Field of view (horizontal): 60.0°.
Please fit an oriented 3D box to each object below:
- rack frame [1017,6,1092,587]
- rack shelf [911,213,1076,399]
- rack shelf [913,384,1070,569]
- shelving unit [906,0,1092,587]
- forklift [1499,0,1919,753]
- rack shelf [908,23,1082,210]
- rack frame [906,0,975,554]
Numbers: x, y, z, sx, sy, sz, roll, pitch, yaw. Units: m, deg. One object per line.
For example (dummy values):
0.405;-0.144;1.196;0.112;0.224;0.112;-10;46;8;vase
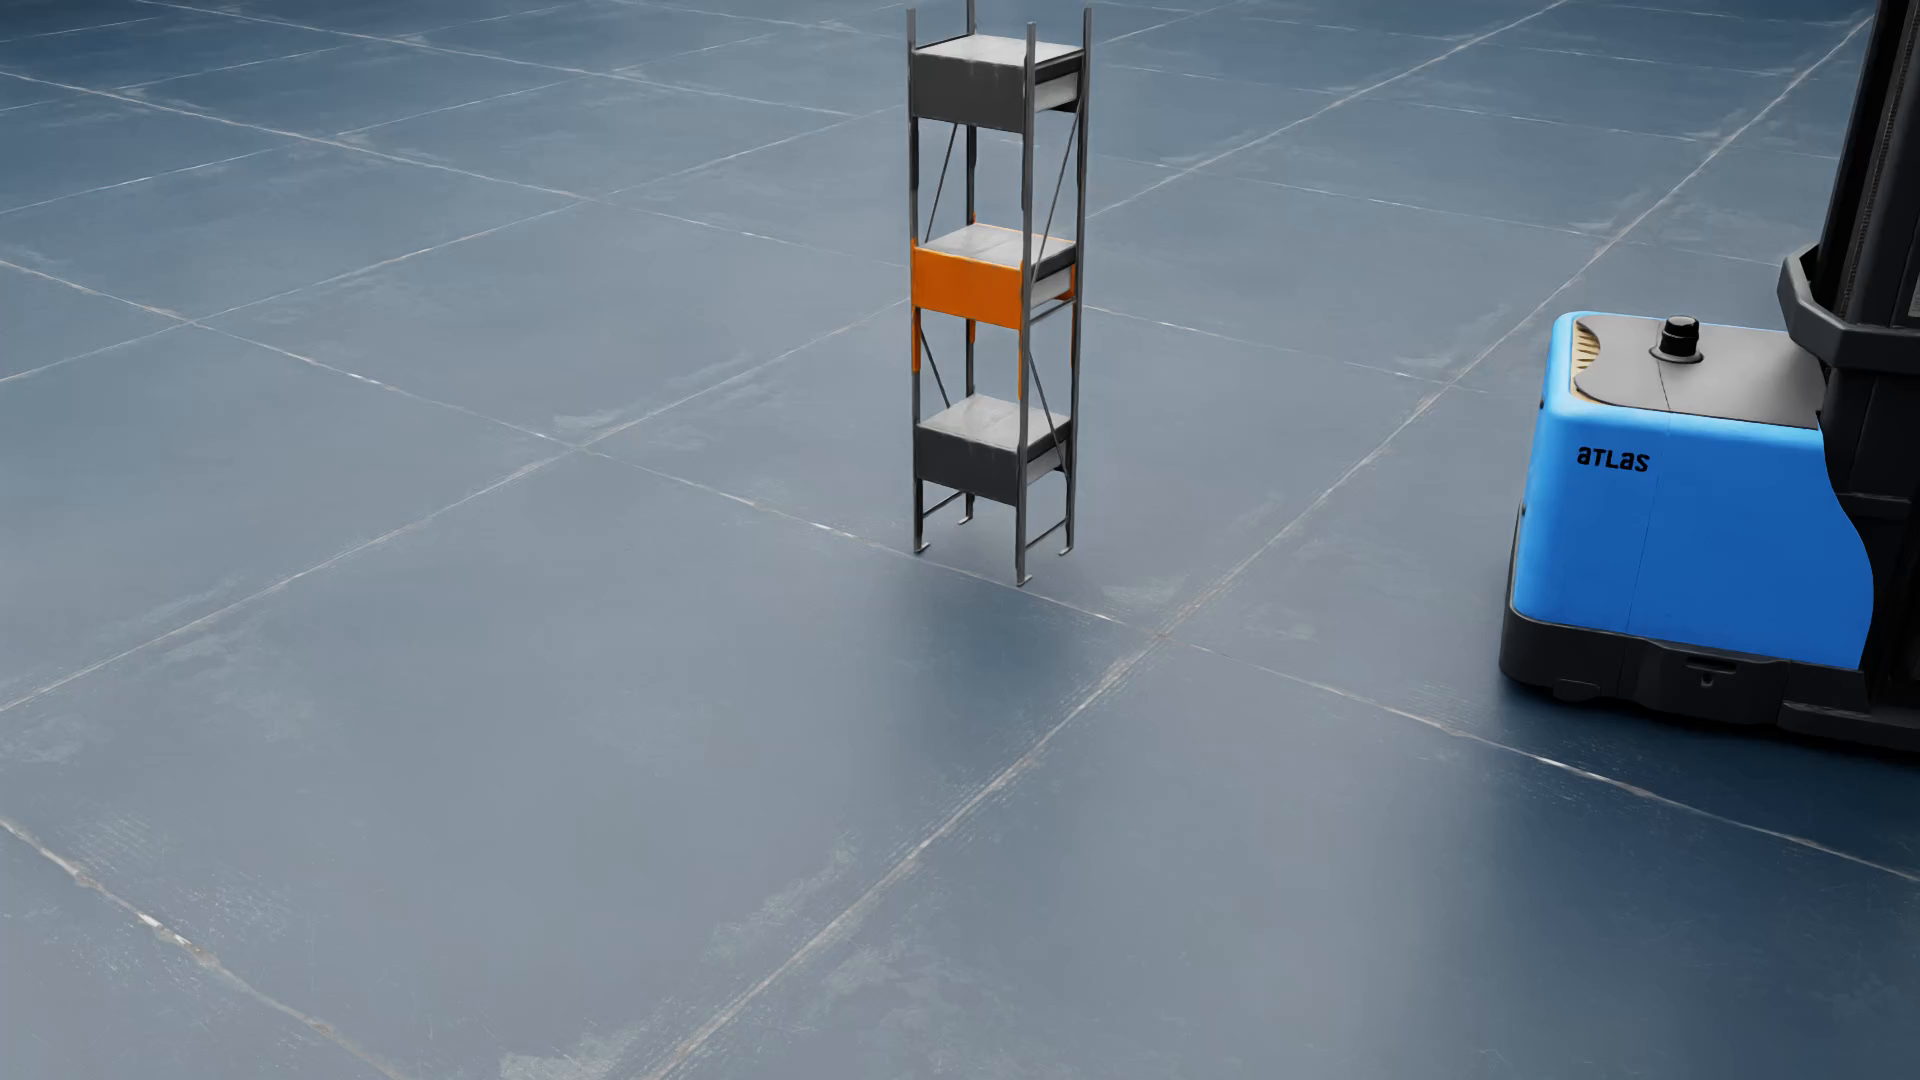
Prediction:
0.338;-0.831;6.067;0.015;2.100;0.400;17;32;30;rack frame
0.136;-0.881;6.196;0.480;0.518;0.431;17;32;30;rack shelf
0.136;-0.257;6.514;0.480;0.518;0.431;17;32;30;rack shelf
0.136;-0.893;6.190;0.503;2.100;0.431;17;32;30;shelving unit
3.432;-0.770;5.031;3.031;2.935;1.130;9;28;17;forklift
0.136;-1.505;5.879;0.480;0.518;0.431;17;32;30;rack shelf
-0.065;-0.956;6.313;0.015;2.100;0.400;17;32;30;rack frame
